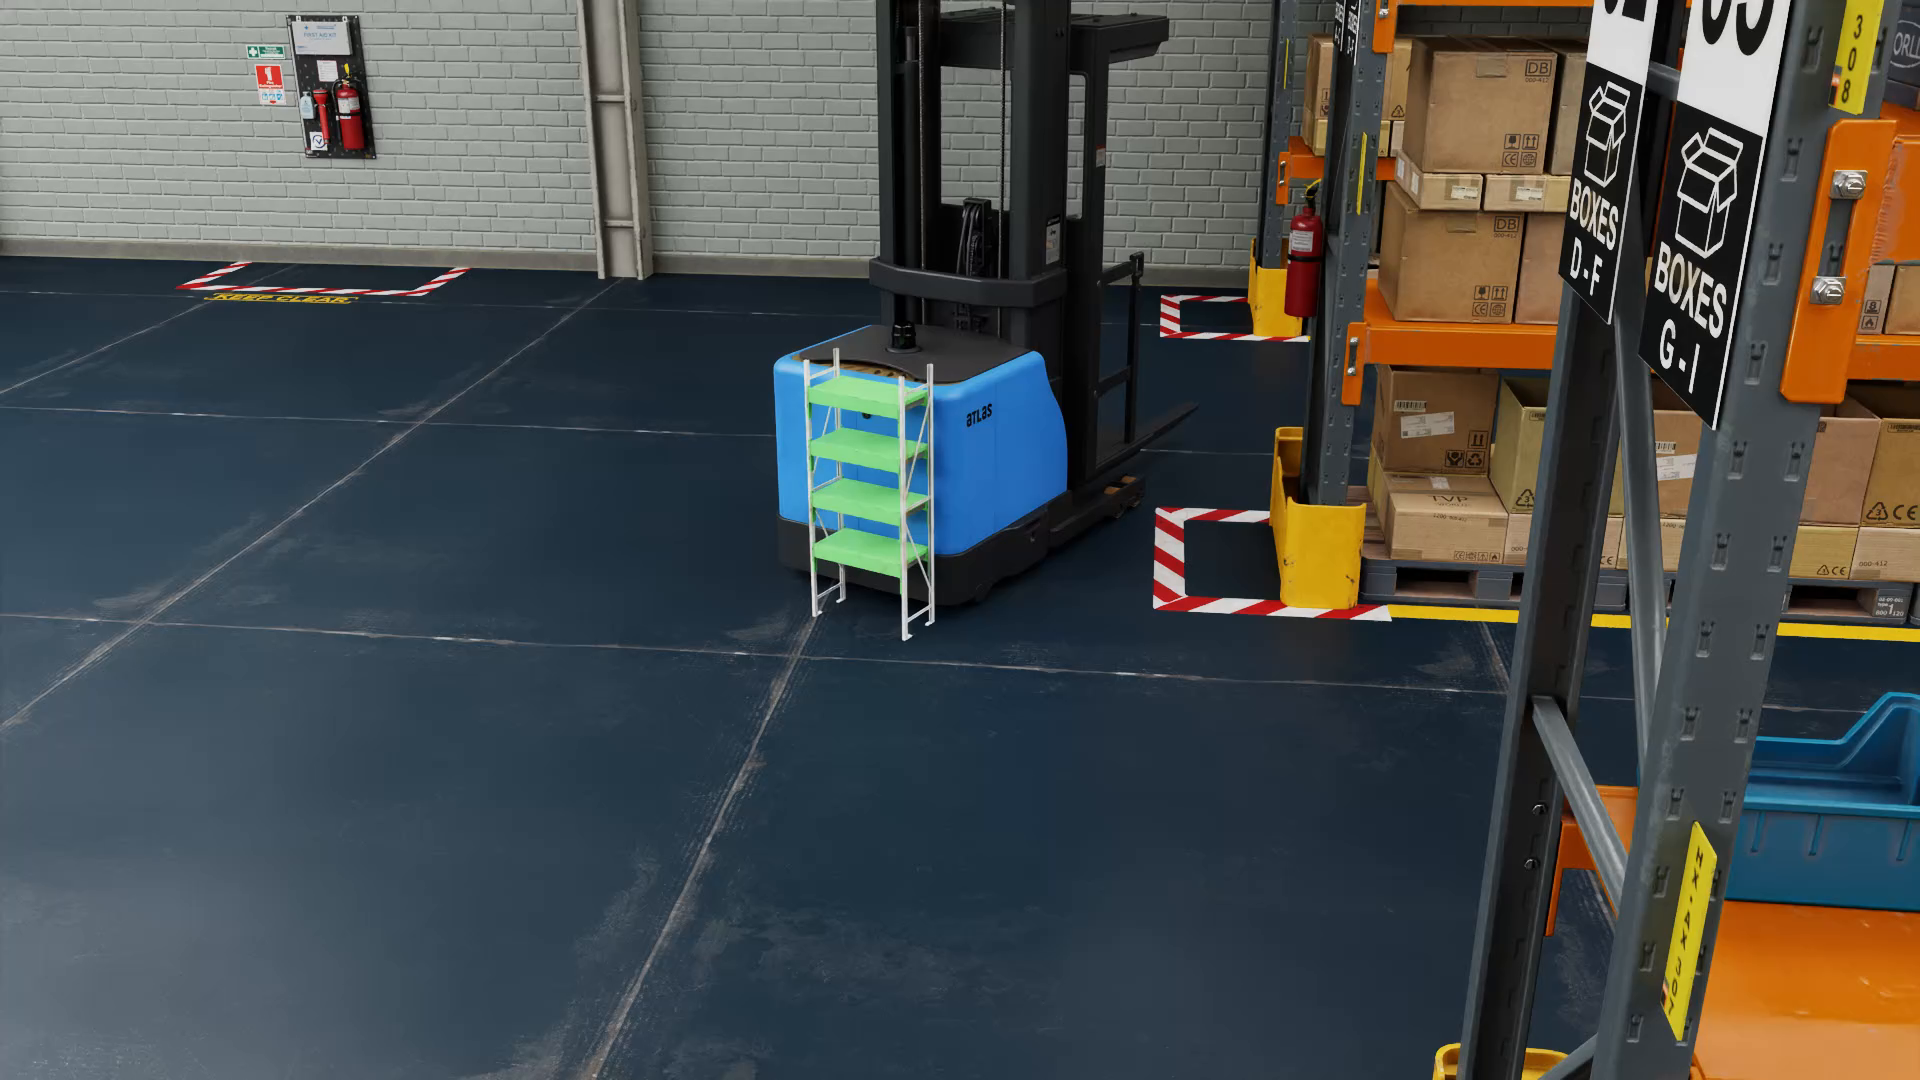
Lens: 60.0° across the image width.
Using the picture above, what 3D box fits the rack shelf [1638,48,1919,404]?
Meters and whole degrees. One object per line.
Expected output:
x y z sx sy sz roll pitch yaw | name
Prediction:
3.147 -0.457 2.416 4.000 0.370 1.077 2 22 6 | rack shelf

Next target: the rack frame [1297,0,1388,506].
1.747 -1.292 7.628 0.127 3.000 1.000 2 22 6 | rack frame

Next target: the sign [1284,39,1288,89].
2.263 -3.305 11.543 0.005 0.325 0.100 2 22 6 | sign

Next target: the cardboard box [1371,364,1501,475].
2.315 -0.643 8.134 0.500 0.500 0.500 2 22 6 | cardboard box

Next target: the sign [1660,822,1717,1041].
1.092 0.588 2.495 0.005 0.325 0.100 2 22 6 | sign

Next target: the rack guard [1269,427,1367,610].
1.724 -0.130 8.090 0.348 0.500 1.175 2 22 6 | rack guard

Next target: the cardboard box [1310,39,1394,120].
2.765 -3.259 11.759 0.500 0.500 0.500 3 22 6 | cardboard box

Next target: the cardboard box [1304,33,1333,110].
2.820 -3.446 12.234 0.500 0.500 0.500 2 22 6 | cardboard box

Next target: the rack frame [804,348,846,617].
-0.601 -0.246 7.431 0.015 1.200 0.240 13 25 29 | rack frame

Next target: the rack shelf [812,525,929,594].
-0.393 0.083 7.424 0.480 0.148 0.258 13 25 29 | rack shelf

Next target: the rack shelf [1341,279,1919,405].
3.733 -0.871 7.541 4.000 0.370 1.077 2 22 6 | rack shelf

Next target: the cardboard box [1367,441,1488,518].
2.315 -0.293 8.270 0.500 0.250 0.500 2 22 6 | cardboard box

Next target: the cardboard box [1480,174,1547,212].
2.374 -1.534 7.222 0.250 0.149 0.380 2 22 5 | cardboard box

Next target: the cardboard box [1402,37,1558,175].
2.262 -1.915 7.302 0.500 0.500 0.700 3 22 6 | cardboard box

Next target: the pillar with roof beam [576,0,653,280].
-3.341 -4.864 8.503 0.400 9.000 9.100 2 22 6 | pillar with roof beam

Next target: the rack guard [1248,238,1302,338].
2.402 -1.935 12.654 0.348 0.500 1.175 2 22 6 | rack guard

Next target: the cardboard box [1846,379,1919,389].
4.303 -0.562 7.930 0.500 0.500 0.500 2 22 6 | cardboard box

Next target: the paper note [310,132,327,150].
-5.452 -3.390 14.133 0.142 0.148 0.016 2 22 6 | paper note

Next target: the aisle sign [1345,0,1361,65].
1.646 -2.392 6.874 0.004 0.787 0.394 2 22 6 | aisle sign

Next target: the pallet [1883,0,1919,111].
1.971 -0.719 2.356 1.213 0.211 1.003 2 22 6 | pallet

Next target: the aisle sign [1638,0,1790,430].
1.055 -0.589 2.313 0.004 0.787 0.394 2 22 6 | aisle sign

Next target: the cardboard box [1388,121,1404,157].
3.291 -2.886 11.836 0.500 0.250 0.500 2 22 5 | cardboard box

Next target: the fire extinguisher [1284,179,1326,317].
1.685 -1.431 8.084 0.183 0.674 0.296 2 22 6 | fire extinguisher

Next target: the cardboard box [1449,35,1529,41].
3.832 -3.400 12.117 0.500 0.500 0.500 2 22 5 | cardboard box

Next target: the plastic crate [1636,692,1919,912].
1.693 0.498 3.303 0.616 0.251 0.499 2 22 6 | plastic crate

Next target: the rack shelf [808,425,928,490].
-0.393 -0.363 7.248 0.480 0.148 0.258 13 25 29 | rack shelf

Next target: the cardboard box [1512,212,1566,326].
2.732 -1.293 7.493 0.500 0.500 0.700 3 22 8 | cardboard box

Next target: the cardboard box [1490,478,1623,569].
2.751 -0.084 7.741 0.500 0.250 0.500 2 22 6 | cardboard box

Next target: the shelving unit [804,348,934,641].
-0.393 -0.200 7.313 0.503 1.200 0.258 13 25 29 | shelving unit

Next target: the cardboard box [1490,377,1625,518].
2.750 -0.432 7.601 0.500 0.500 0.500 2 22 6 | cardboard box

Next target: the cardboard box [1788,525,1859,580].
3.743 -0.039 7.626 0.500 0.250 0.500 2 22 6 | cardboard box

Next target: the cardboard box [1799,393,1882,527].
3.743 -0.387 7.487 0.500 0.500 0.500 2 22 6 | cardboard box

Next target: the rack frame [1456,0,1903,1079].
1.160 0.518 3.051 0.053 2.616 0.949 2 22 6 | rack frame

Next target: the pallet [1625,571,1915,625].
3.720 0.076 7.960 1.213 0.211 1.003 2 22 6 | pallet

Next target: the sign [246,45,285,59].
-5.818 -4.088 13.930 0.331 0.109 0.001 2 22 6 | sign

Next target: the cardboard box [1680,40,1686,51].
3.286 -1.872 7.195 0.500 0.500 0.700 3 22 7 | cardboard box

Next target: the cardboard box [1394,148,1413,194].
2.149 -1.693 7.624 0.250 0.149 0.380 2 22 5 | cardboard box

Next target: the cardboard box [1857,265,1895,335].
3.747 -1.248 7.380 0.500 0.500 0.700 3 22 8 | cardboard box

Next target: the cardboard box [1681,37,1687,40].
5.343 -3.336 11.956 0.500 0.500 0.500 2 22 6 | cardboard box

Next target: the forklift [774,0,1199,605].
0.335 -1.559 8.398 1.130 2.935 3.031 13 25 30 | forklift
